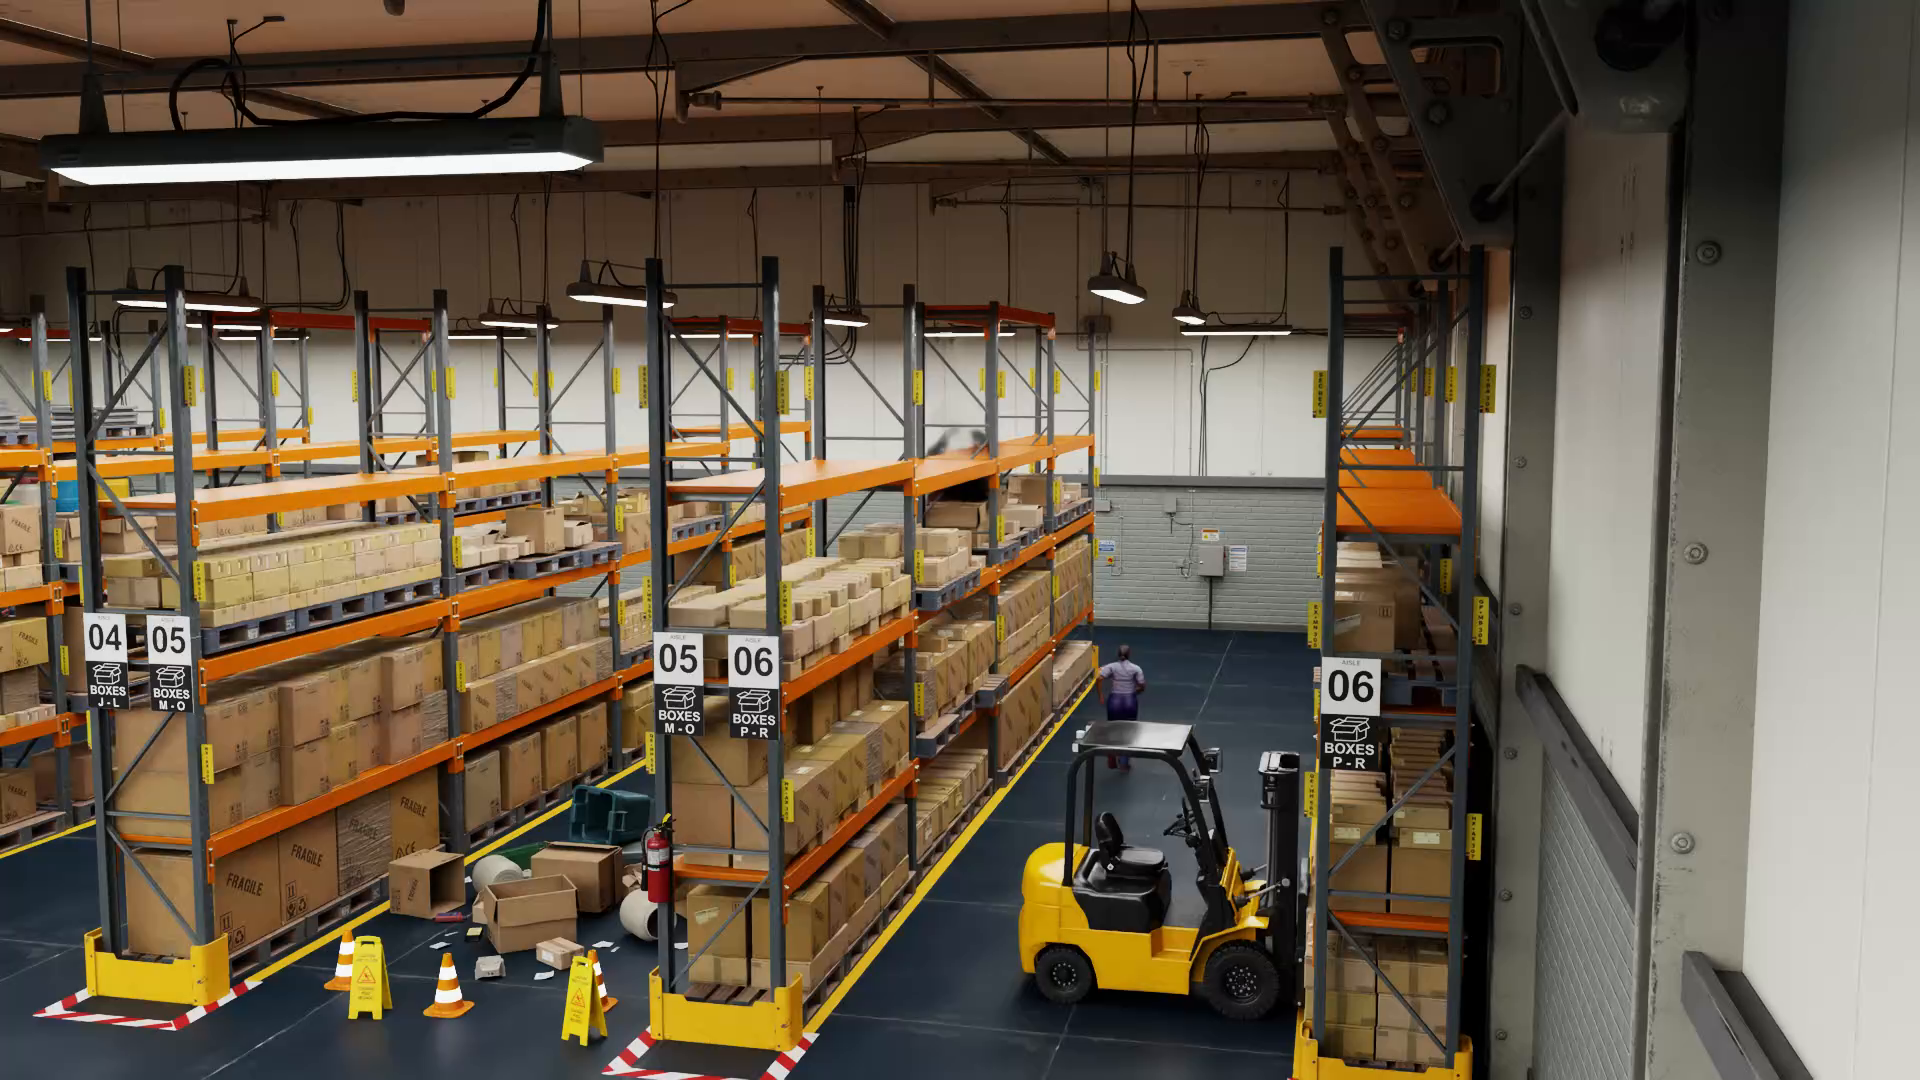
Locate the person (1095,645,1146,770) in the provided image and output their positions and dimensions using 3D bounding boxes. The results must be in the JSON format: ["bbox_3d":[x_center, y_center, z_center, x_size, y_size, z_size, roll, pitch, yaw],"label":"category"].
[{"bbox_3d":[2.094,2.171,21.583,0.626,1.631,0.637,1,6,13],"label":"person"}]
